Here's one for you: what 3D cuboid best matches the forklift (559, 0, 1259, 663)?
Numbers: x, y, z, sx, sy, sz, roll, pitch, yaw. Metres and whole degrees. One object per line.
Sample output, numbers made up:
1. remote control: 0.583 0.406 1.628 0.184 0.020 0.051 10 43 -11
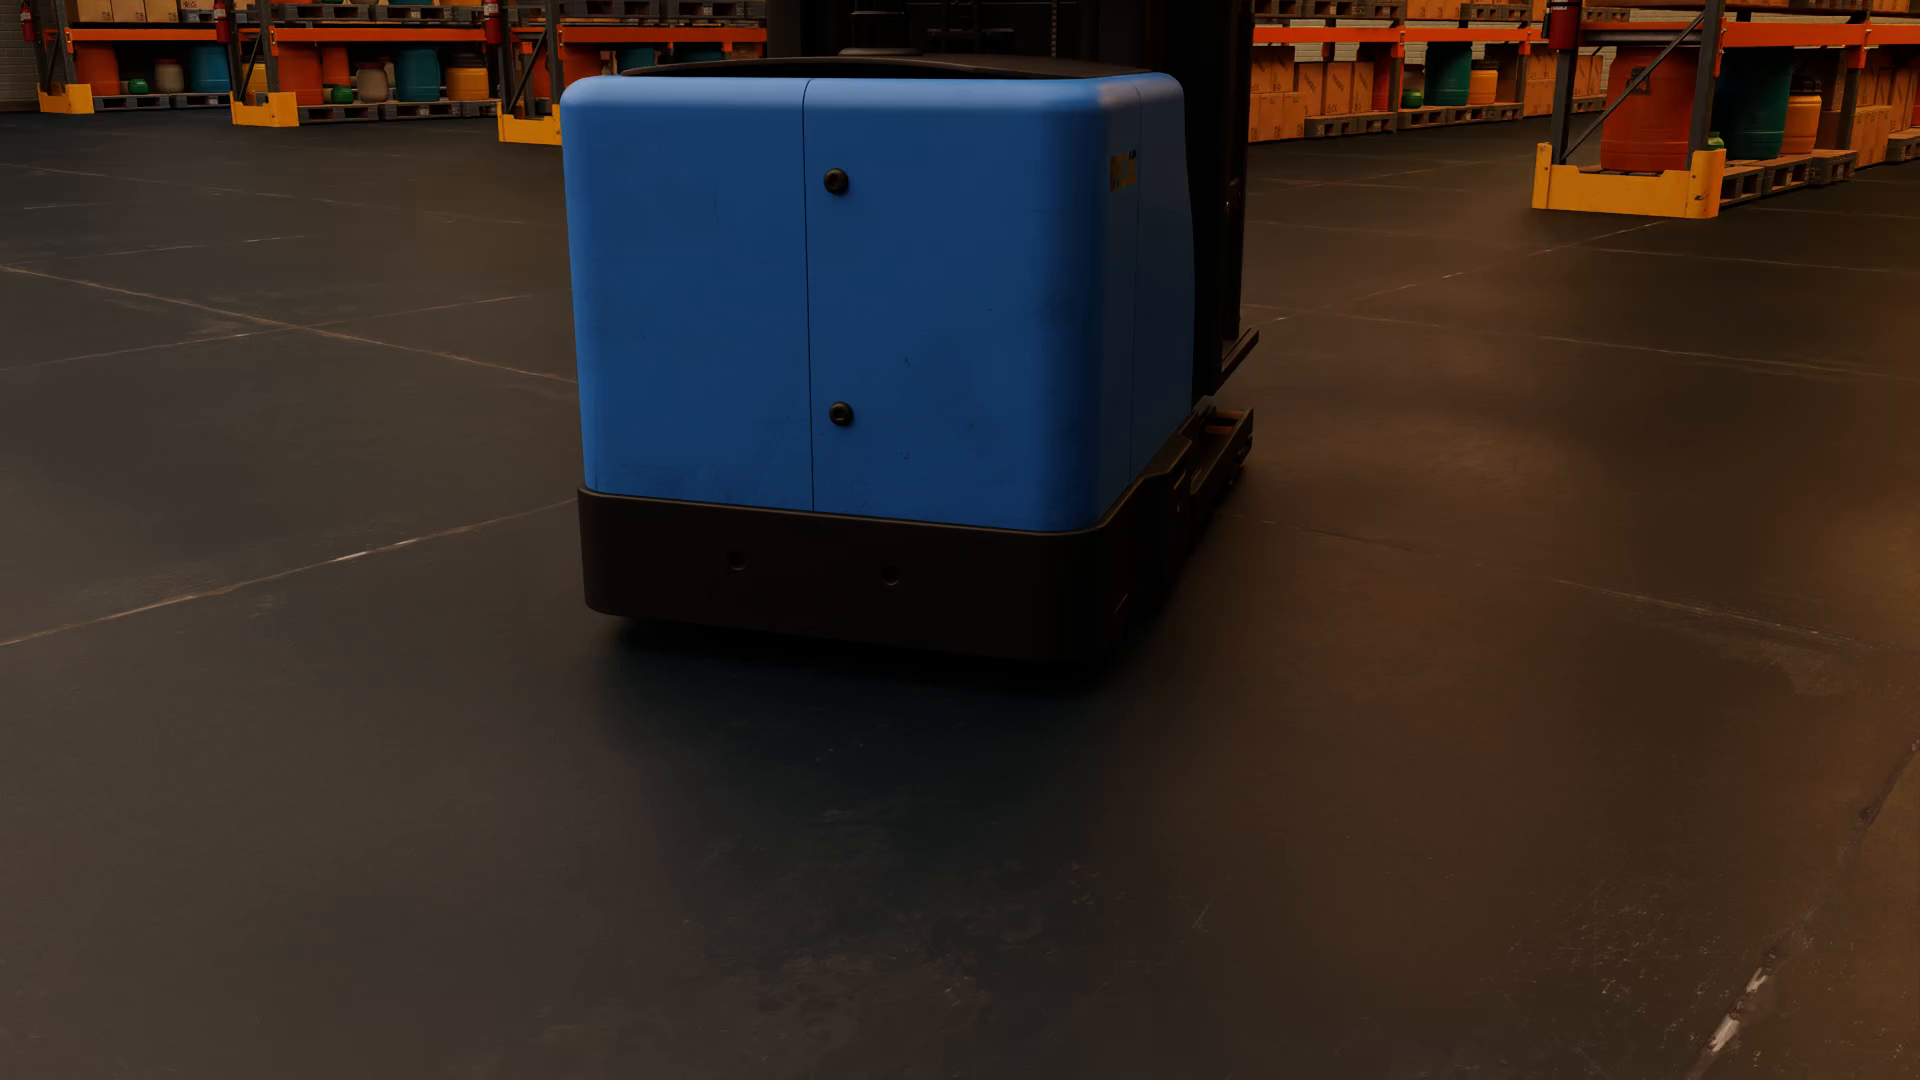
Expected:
1. forklift: 0.182 -1.571 4.072 1.130 2.935 3.031 5 18 17
